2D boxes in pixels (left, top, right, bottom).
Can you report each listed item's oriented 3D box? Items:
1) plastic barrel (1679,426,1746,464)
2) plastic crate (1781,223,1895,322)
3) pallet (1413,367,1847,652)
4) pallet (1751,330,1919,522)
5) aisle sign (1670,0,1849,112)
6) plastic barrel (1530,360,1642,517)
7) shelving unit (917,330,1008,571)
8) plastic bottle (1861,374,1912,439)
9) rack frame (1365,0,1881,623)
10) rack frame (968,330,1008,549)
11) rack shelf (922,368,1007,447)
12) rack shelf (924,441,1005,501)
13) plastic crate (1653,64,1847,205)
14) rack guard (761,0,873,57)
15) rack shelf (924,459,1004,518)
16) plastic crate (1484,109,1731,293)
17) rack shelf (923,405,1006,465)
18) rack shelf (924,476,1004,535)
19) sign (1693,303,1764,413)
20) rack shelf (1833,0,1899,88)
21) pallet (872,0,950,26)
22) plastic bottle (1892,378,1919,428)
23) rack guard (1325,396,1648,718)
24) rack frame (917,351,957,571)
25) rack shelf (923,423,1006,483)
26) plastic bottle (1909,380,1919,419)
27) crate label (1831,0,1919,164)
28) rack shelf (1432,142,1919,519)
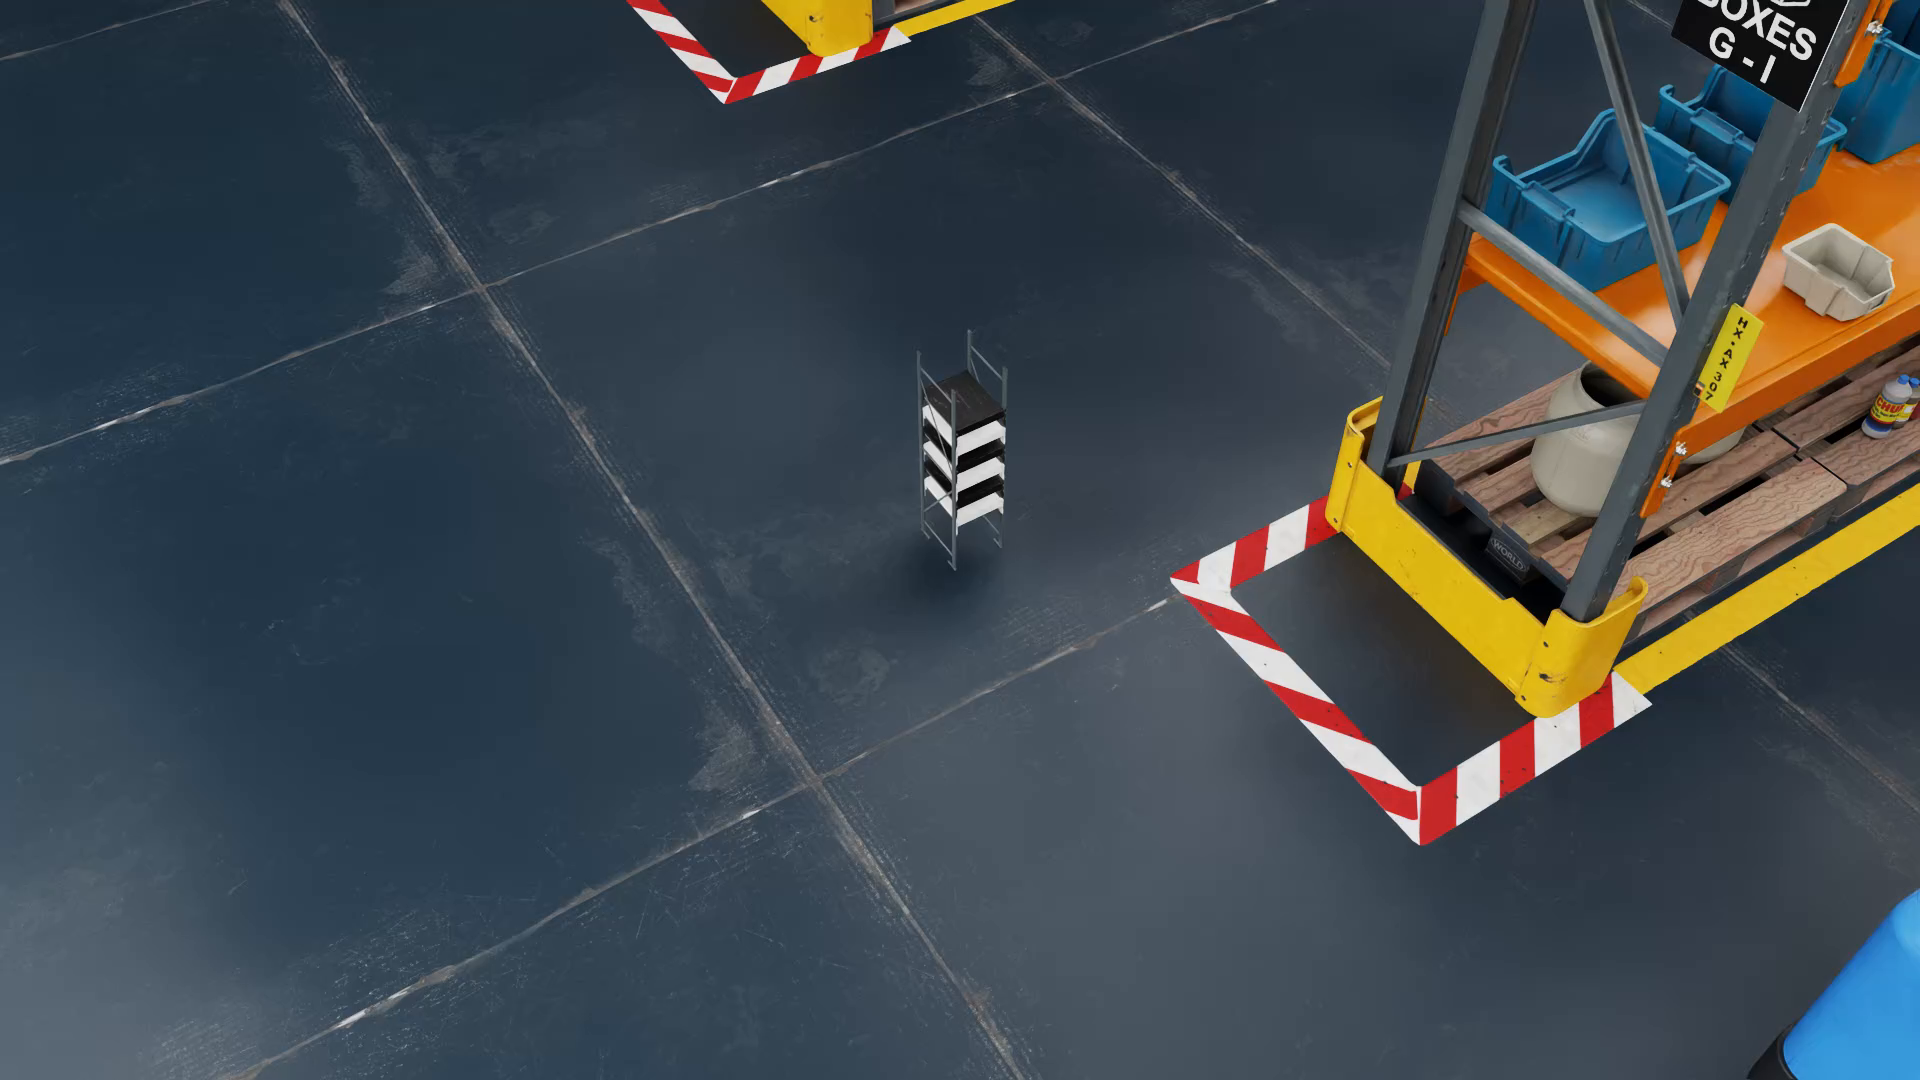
[{"bbox_3d":[2.722,-0.568,6.132,0.421,0.512,0.421,0,48,0],"label":"plastic barrel"},{"bbox_3d":[2.711,-0.811,5.140,0.250,0.136,0.298,-25,53,-21],"label":"plastic crate"},{"bbox_3d":[2.512,-0.198,6.285,1.213,0.211,1.003,-25,53,-21],"label":"pallet"},{"bbox_3d":[3.542,-0.681,6.715,1.213,0.211,1.003,-25,53,-21],"label":"pallet"},{"bbox_3d":[1.878,-1.396,3.744,0.004,0.787,0.394,-25,53,-21],"label":"aisle sign"},{"bbox_3d":[2.298,-0.368,5.954,0.421,0.512,0.421,0,48,0],"label":"plastic barrel"},{"bbox_3d":[0.007,-0.302,5.917,0.210,0.900,0.258,-25,53,-21],"label":"shelving unit"},{"bbox_3d":[3.482,-0.510,6.228,0.097,0.271,0.097,0,48,0],"label":"plastic bottle"},{"bbox_3d":[1.783,-0.745,4.905,0.127,3.000,1.000,-25,53,-21],"label":"rack frame"},{"bbox_3d":[0.093,-0.343,5.953,0.006,0.900,0.240,-25,53,-21],"label":"rack frame"},{"bbox_3d":[0.007,-0.460,5.740,0.200,0.077,0.258,-25,53,-21],"label":"rack shelf"},{"bbox_3d":[0.007,-0.280,5.942,0.200,0.077,0.258,-25,53,-21],"label":"rack shelf"},{"bbox_3d":[2.598,-1.340,5.534,0.408,0.251,0.499,-25,53,-21],"label":"plastic crate"},{"bbox_3d":[-0.878,-3.034,8.618,0.348,0.500,1.175,-25,53,-21],"label":"rack guard"},{"bbox_3d":[0.007,-0.220,6.009,0.200,0.077,0.258,-25,53,-21],"label":"rack shelf"},{"bbox_3d":[2.046,-1.084,5.307,0.616,0.251,0.499,-25,53,-21],"label":"plastic crate"},{"bbox_3d":[0.007,-0.400,5.807,0.200,0.077,0.258,-25,53,-21],"label":"rack shelf"},{"bbox_3d":[0.007,-0.161,6.076,0.200,0.077,0.258,-25,53,-21],"label":"rack shelf"},{"bbox_3d":[2.072,-0.488,4.491,0.005,0.325,0.100,-25,53,-21],"label":"sign"},{"bbox_3d":[3.474,-2.301,4.763,4.000,0.370,1.077,-25,53,-21],"label":"rack shelf"},{"bbox_3d":[-0.233,-3.279,9.029,1.213,0.211,1.003,-25,53,-21],"label":"pallet"},{"bbox_3d":[3.570,-0.528,6.291,0.097,0.201,0.097,0,48,0],"label":"plastic bottle"},{"bbox_3d":[1.822,0.026,5.892,0.348,0.500,1.175,-25,53,-21],"label":"rack guard"},{"bbox_3d":[-0.079,-0.262,5.881,0.006,0.900,0.240,-25,53,-21],"label":"rack frame"},{"bbox_3d":[0.007,-0.340,5.874,0.200,0.077,0.258,-25,53,-21],"label":"rack shelf"},{"bbox_3d":[3.683,-0.593,6.293,0.133,0.283,0.061,-24,53,-20],"label":"plastic bottle"},{"bbox_3d":[3.195,-1.661,5.697,0.616,0.435,0.502,-25,53,-21],"label":"crate label"},{"bbox_3d":[3.474,-1.303,5.884,4.000,0.370,1.077,-25,53,-21],"label":"rack shelf"}]
